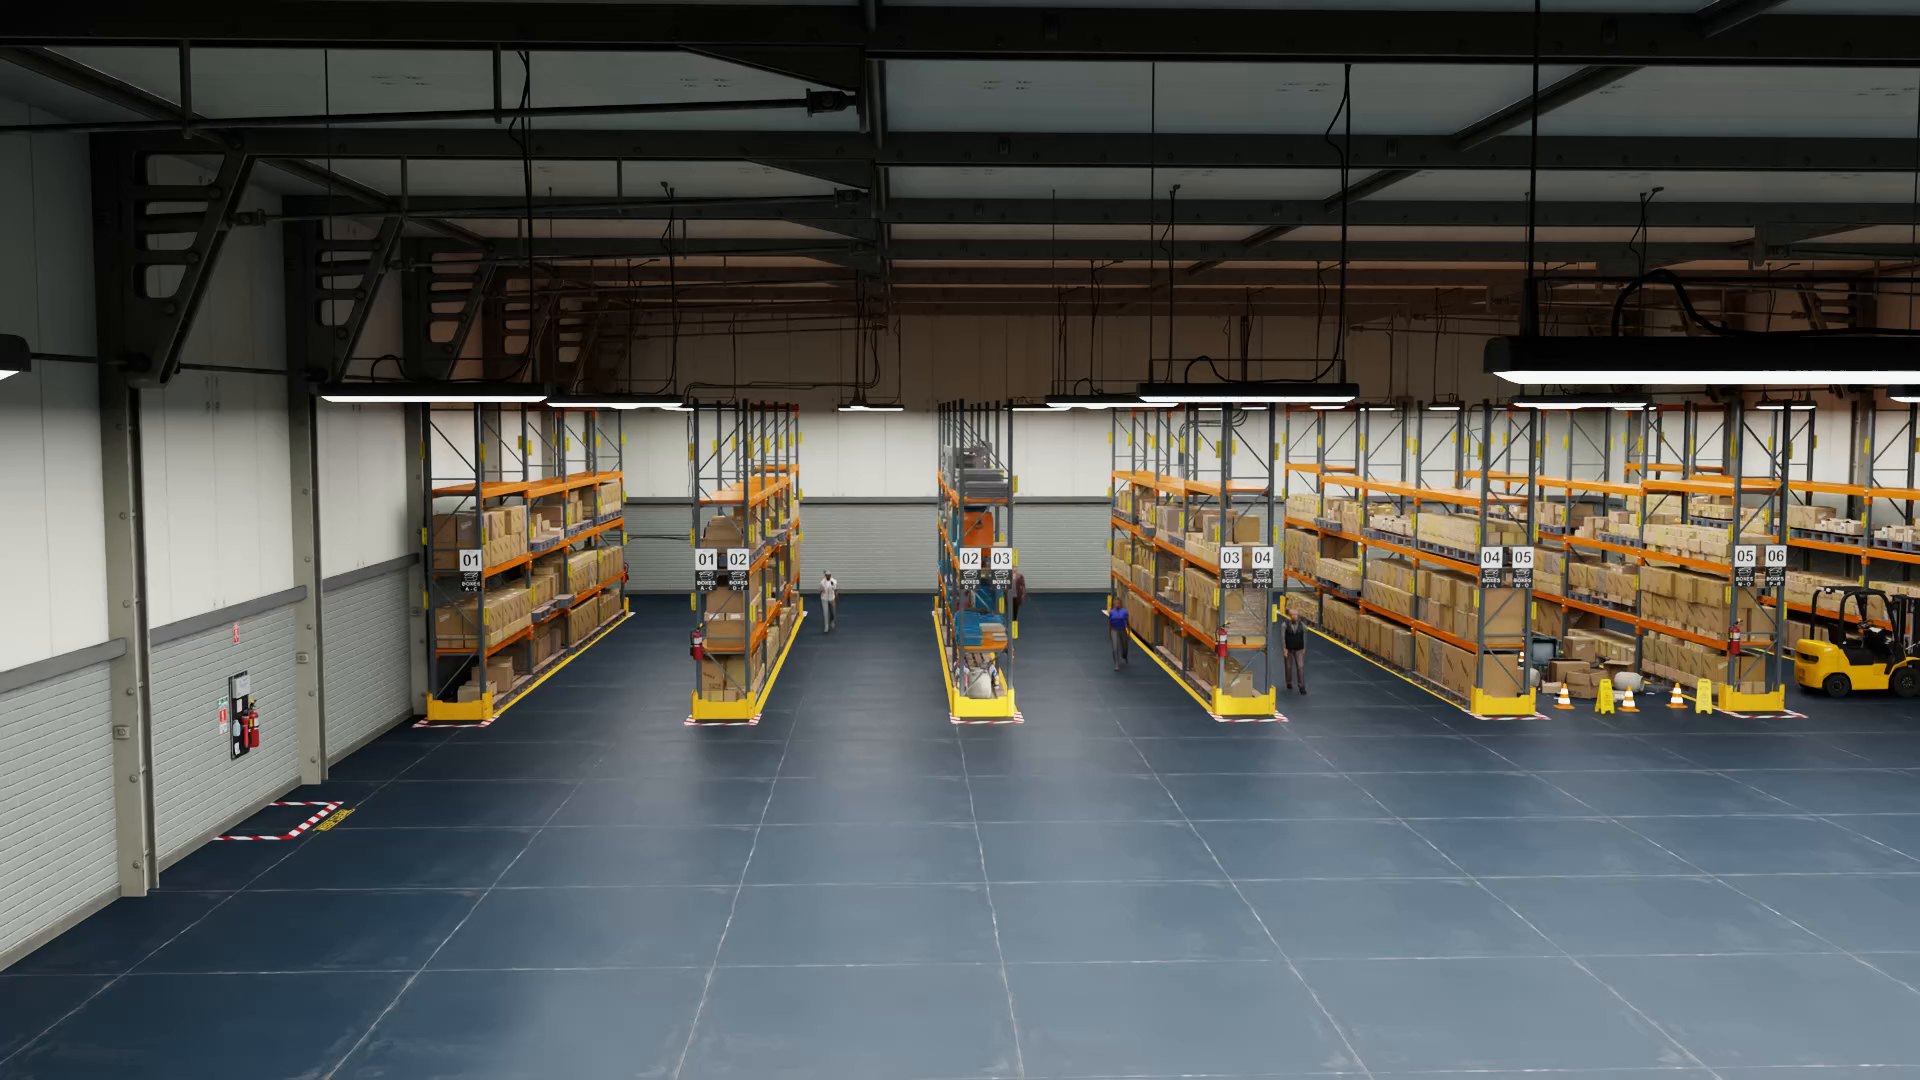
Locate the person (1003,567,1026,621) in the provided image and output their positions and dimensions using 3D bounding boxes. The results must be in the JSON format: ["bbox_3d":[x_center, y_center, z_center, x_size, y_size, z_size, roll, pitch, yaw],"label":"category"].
[{"bbox_3d":[1.441,1.480,44.192,0.606,1.728,1.081,-1,4,-11],"label":"person"}]

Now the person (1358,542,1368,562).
[{"bbox_3d":[12.445,0.901,51.793,0.838,1.764,0.565,-4,6,-41],"label":"person"}]

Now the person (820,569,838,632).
[{"bbox_3d":[-3.454,1.567,43.758,0.445,1.637,0.843,0,4,-5],"label":"person"}]

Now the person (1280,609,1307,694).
[{"bbox_3d":[6.850,2.264,34.126,0.554,1.681,0.920,1,4,8],"label":"person"}]

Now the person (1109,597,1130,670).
[{"bbox_3d":[3.584,2.079,37.310,0.479,1.615,0.940,1,4,7],"label":"person"}]
